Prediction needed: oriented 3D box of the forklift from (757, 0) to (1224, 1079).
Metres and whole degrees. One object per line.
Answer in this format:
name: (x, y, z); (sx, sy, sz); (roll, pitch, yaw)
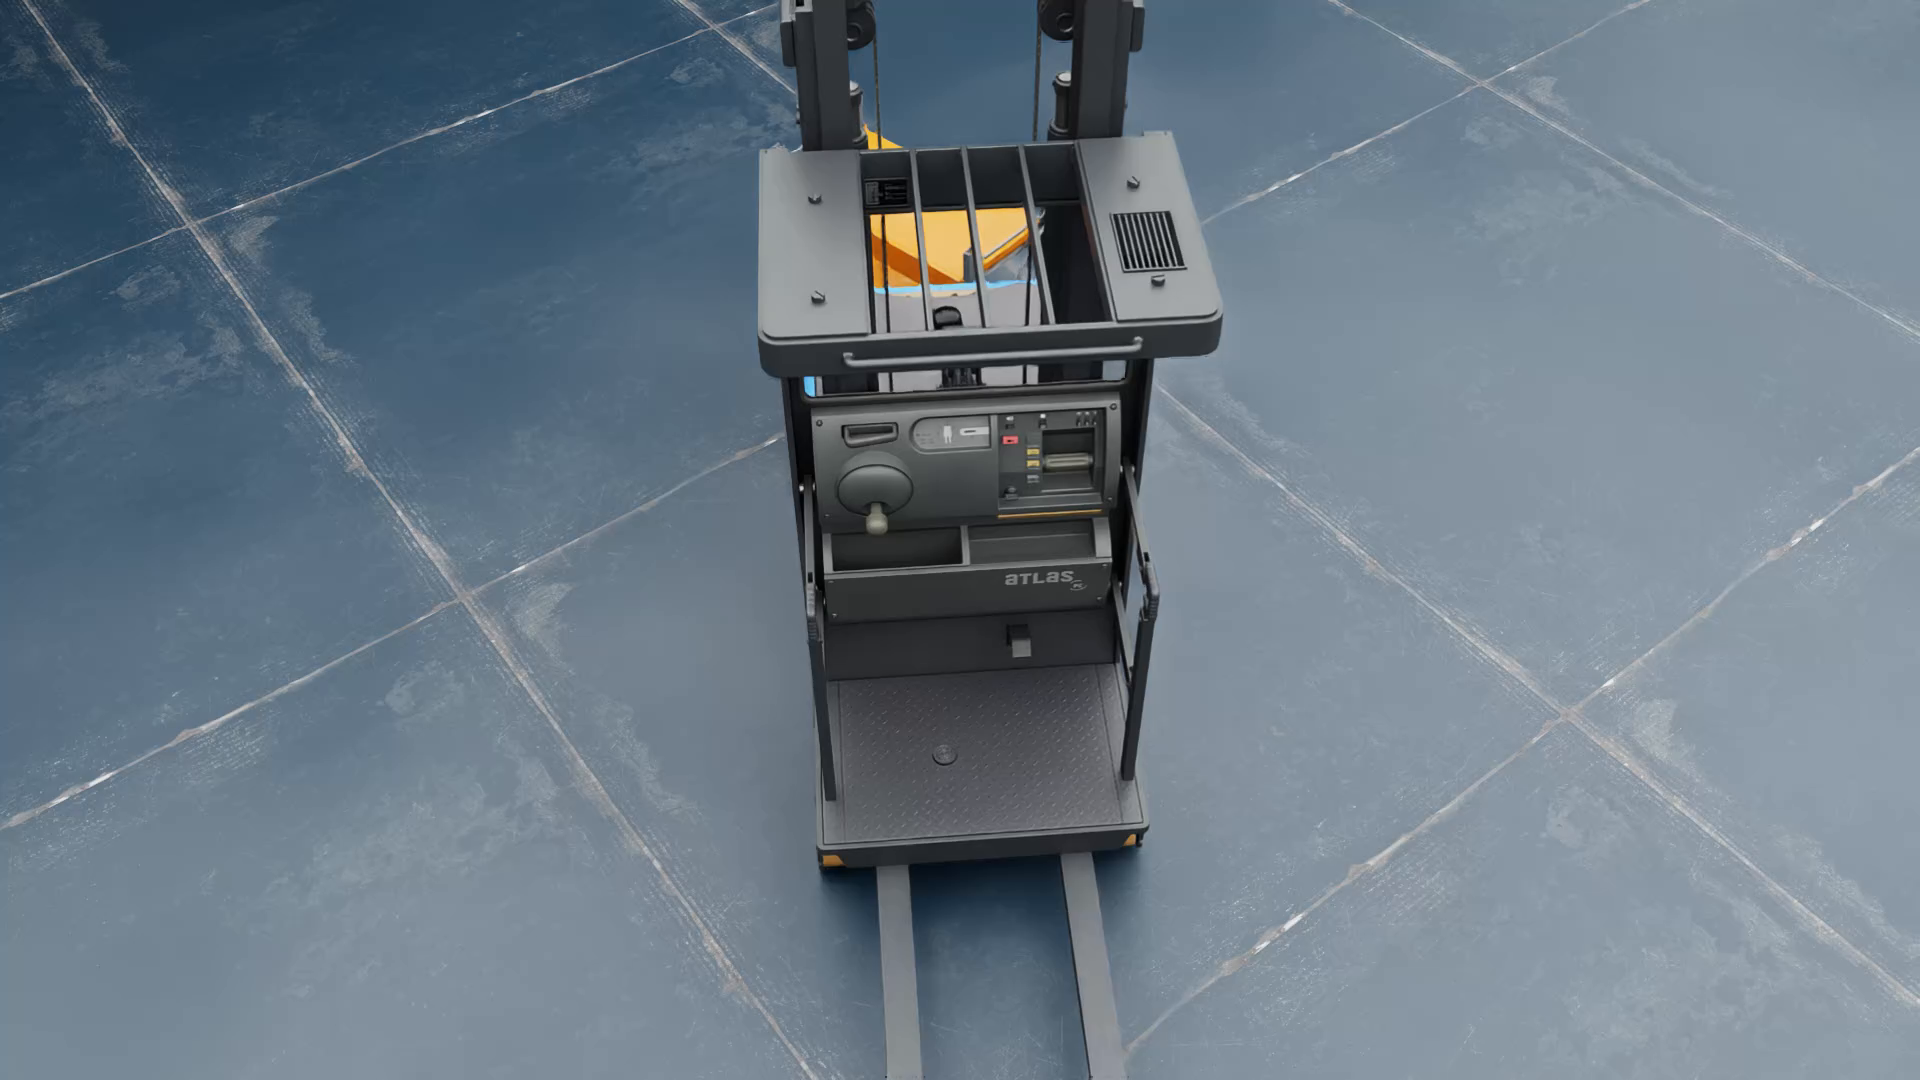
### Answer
forklift: (0.042, -0.128, 4.887); (1.130, 2.935, 3.031); (-3, 48, -3)

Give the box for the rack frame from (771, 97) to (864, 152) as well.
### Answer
rack frame: (-0.580, -1.326, 7.192); (0.032, 1.125, 0.500); (33, 56, 26)

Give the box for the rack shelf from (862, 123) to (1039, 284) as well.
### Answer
rack shelf: (-0.196, -1.276, 6.751); (1.000, 0.278, 0.538); (33, 56, 26)

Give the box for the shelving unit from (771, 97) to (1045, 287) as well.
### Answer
shelving unit: (-0.196, -1.079, 6.968); (1.048, 1.125, 0.538); (33, 56, 26)

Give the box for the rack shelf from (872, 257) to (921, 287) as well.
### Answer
rack shelf: (-0.196, -0.915, 7.149); (1.000, 0.278, 0.538); (33, 56, 26)

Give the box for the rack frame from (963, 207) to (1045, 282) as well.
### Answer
rack frame: (0.187, -0.832, 6.744); (0.032, 1.125, 0.500); (33, 56, 26)
